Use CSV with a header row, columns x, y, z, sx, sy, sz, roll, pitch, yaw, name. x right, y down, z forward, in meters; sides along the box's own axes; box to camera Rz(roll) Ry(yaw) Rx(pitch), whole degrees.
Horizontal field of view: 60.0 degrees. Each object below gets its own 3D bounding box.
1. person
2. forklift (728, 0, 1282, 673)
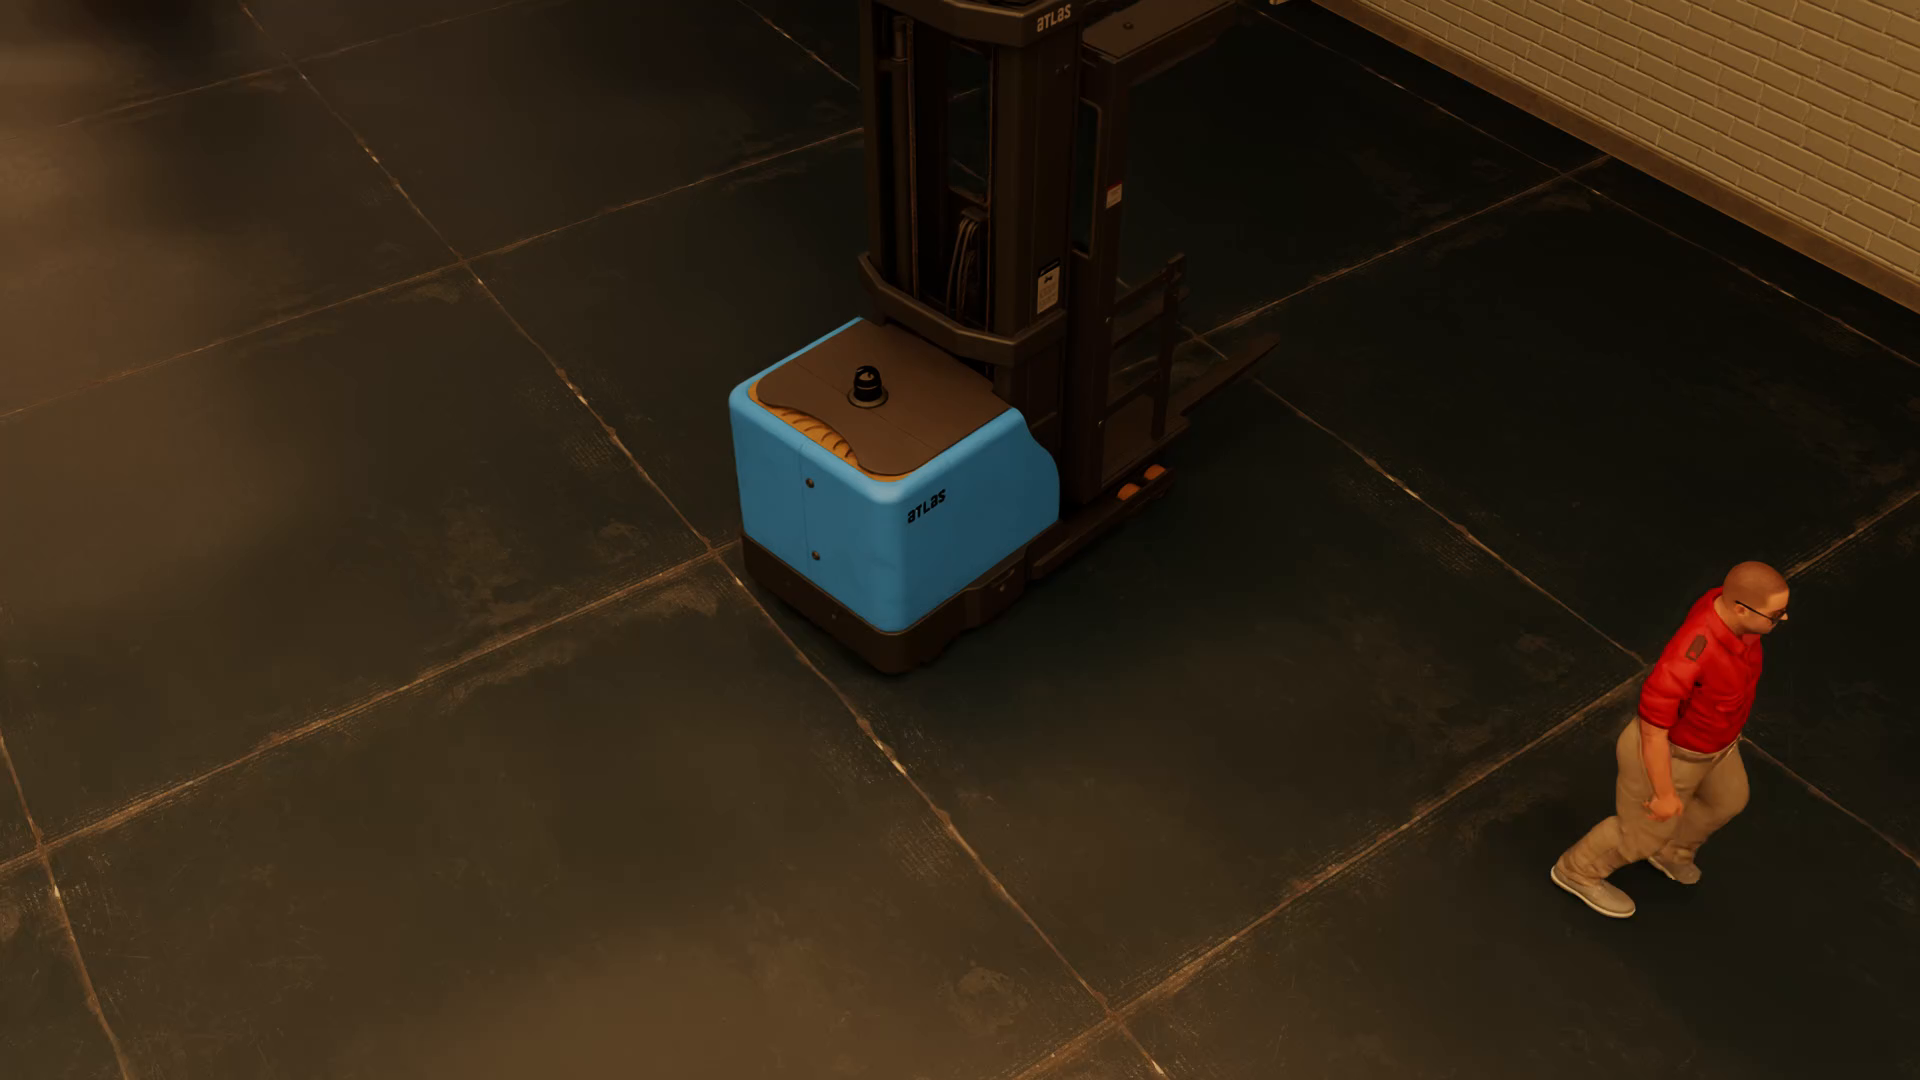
x,y,z,sx,sy,sz,roll,pitch,yaw,name
2.554,0.755,5.860,0.504,1.787,0.636,29,50,28,person
0.395,-1.404,7.239,1.130,2.935,3.031,33,52,31,forklift
